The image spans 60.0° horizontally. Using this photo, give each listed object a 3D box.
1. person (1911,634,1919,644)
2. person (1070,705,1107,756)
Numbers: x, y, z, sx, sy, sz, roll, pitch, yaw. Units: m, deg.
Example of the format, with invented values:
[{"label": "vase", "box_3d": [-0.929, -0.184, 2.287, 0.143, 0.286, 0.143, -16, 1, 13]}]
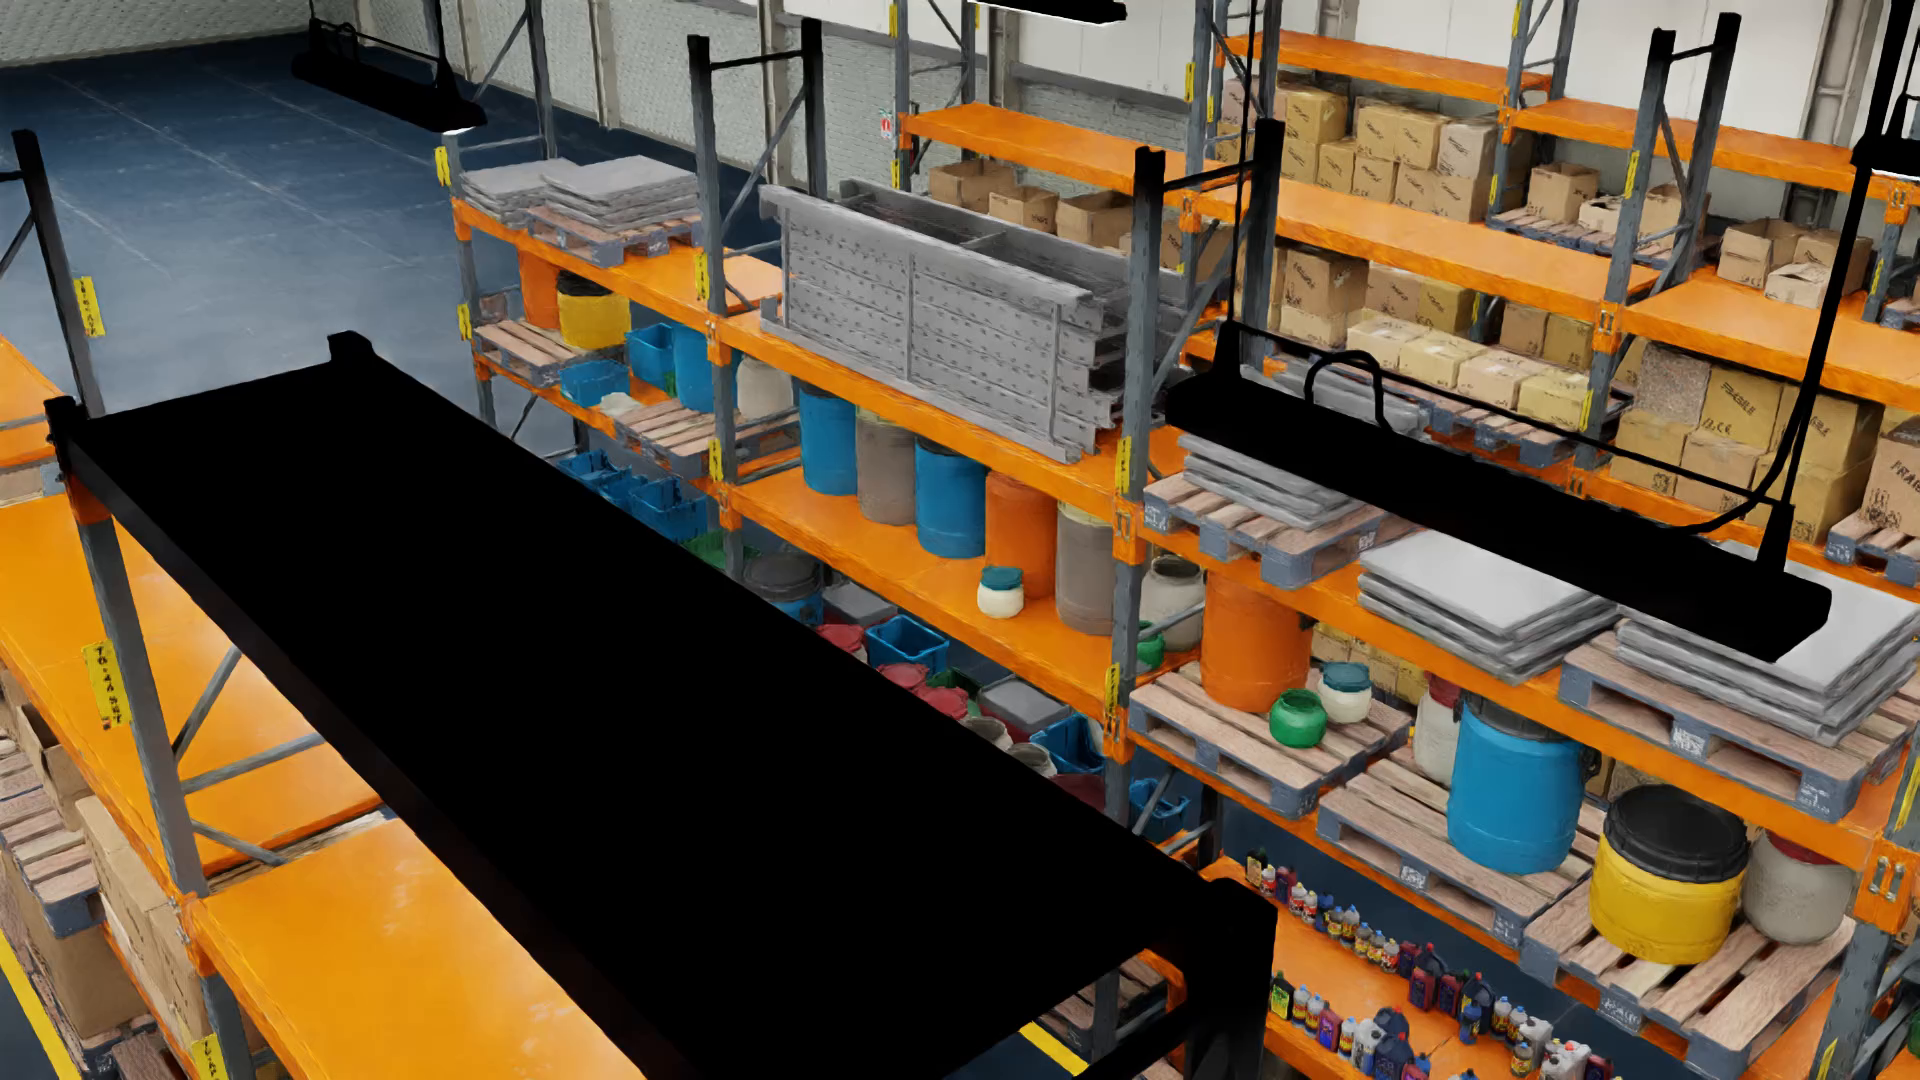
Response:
[{"label": "person", "box_3d": [8.341, 0.787, 14.039, 0.664, 1.763, 0.405, 12, 29, 23]}, {"label": "person", "box_3d": [0.947, 1.140, 13.542, 0.445, 1.589, 1.110, -23, 35, -38]}]
